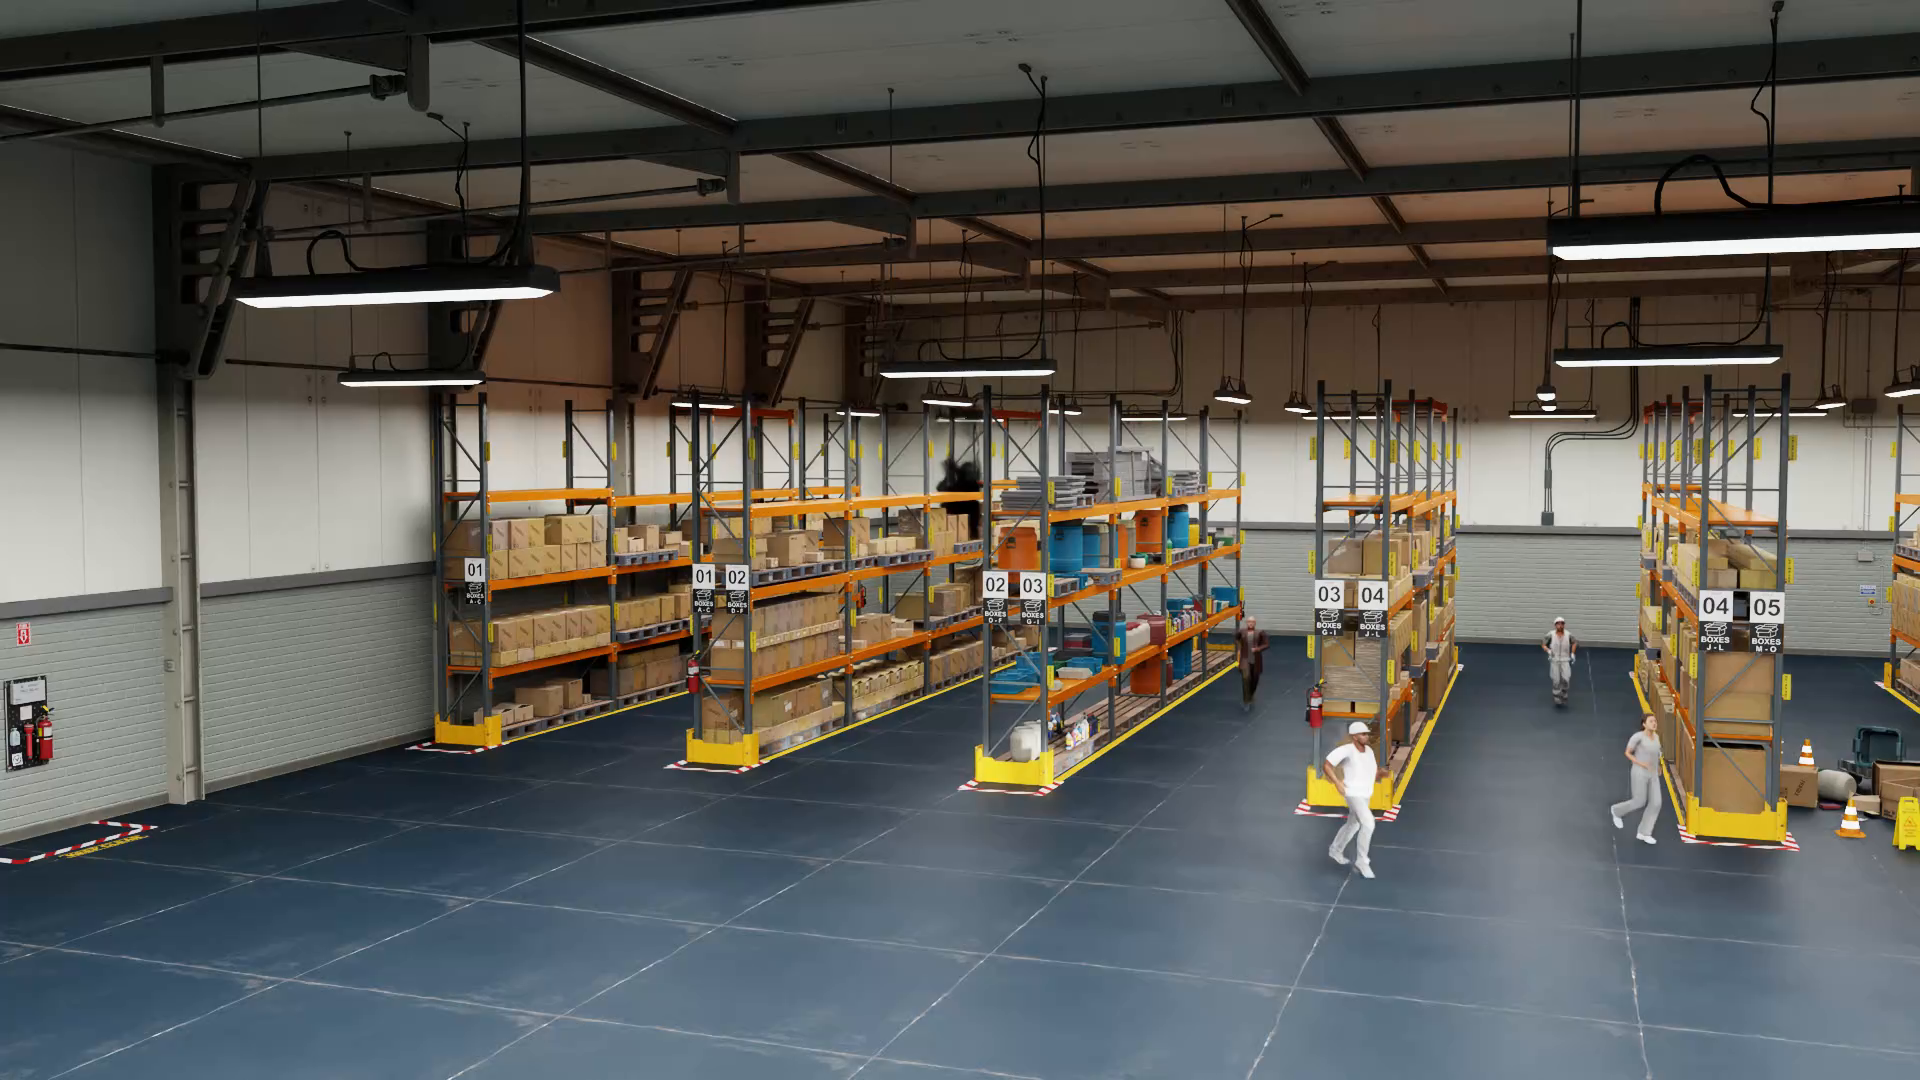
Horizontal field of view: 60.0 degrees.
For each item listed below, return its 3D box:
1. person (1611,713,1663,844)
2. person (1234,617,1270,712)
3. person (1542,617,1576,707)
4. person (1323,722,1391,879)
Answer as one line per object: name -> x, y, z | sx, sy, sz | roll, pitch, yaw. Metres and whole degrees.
person -> 8.838, 3.045, 21.526 | 0.583, 1.648, 0.749 | -1, 3, -18
person -> 5.709, 2.393, 32.504 | 0.667, 1.814, 1.176 | 0, 3, 6
person -> 11.711, 2.387, 32.489 | 0.648, 1.759, 0.640 | 1, 3, 17
person -> 4.720, 3.071, 19.772 | 0.785, 1.832, 0.674 | 3, 4, 45
